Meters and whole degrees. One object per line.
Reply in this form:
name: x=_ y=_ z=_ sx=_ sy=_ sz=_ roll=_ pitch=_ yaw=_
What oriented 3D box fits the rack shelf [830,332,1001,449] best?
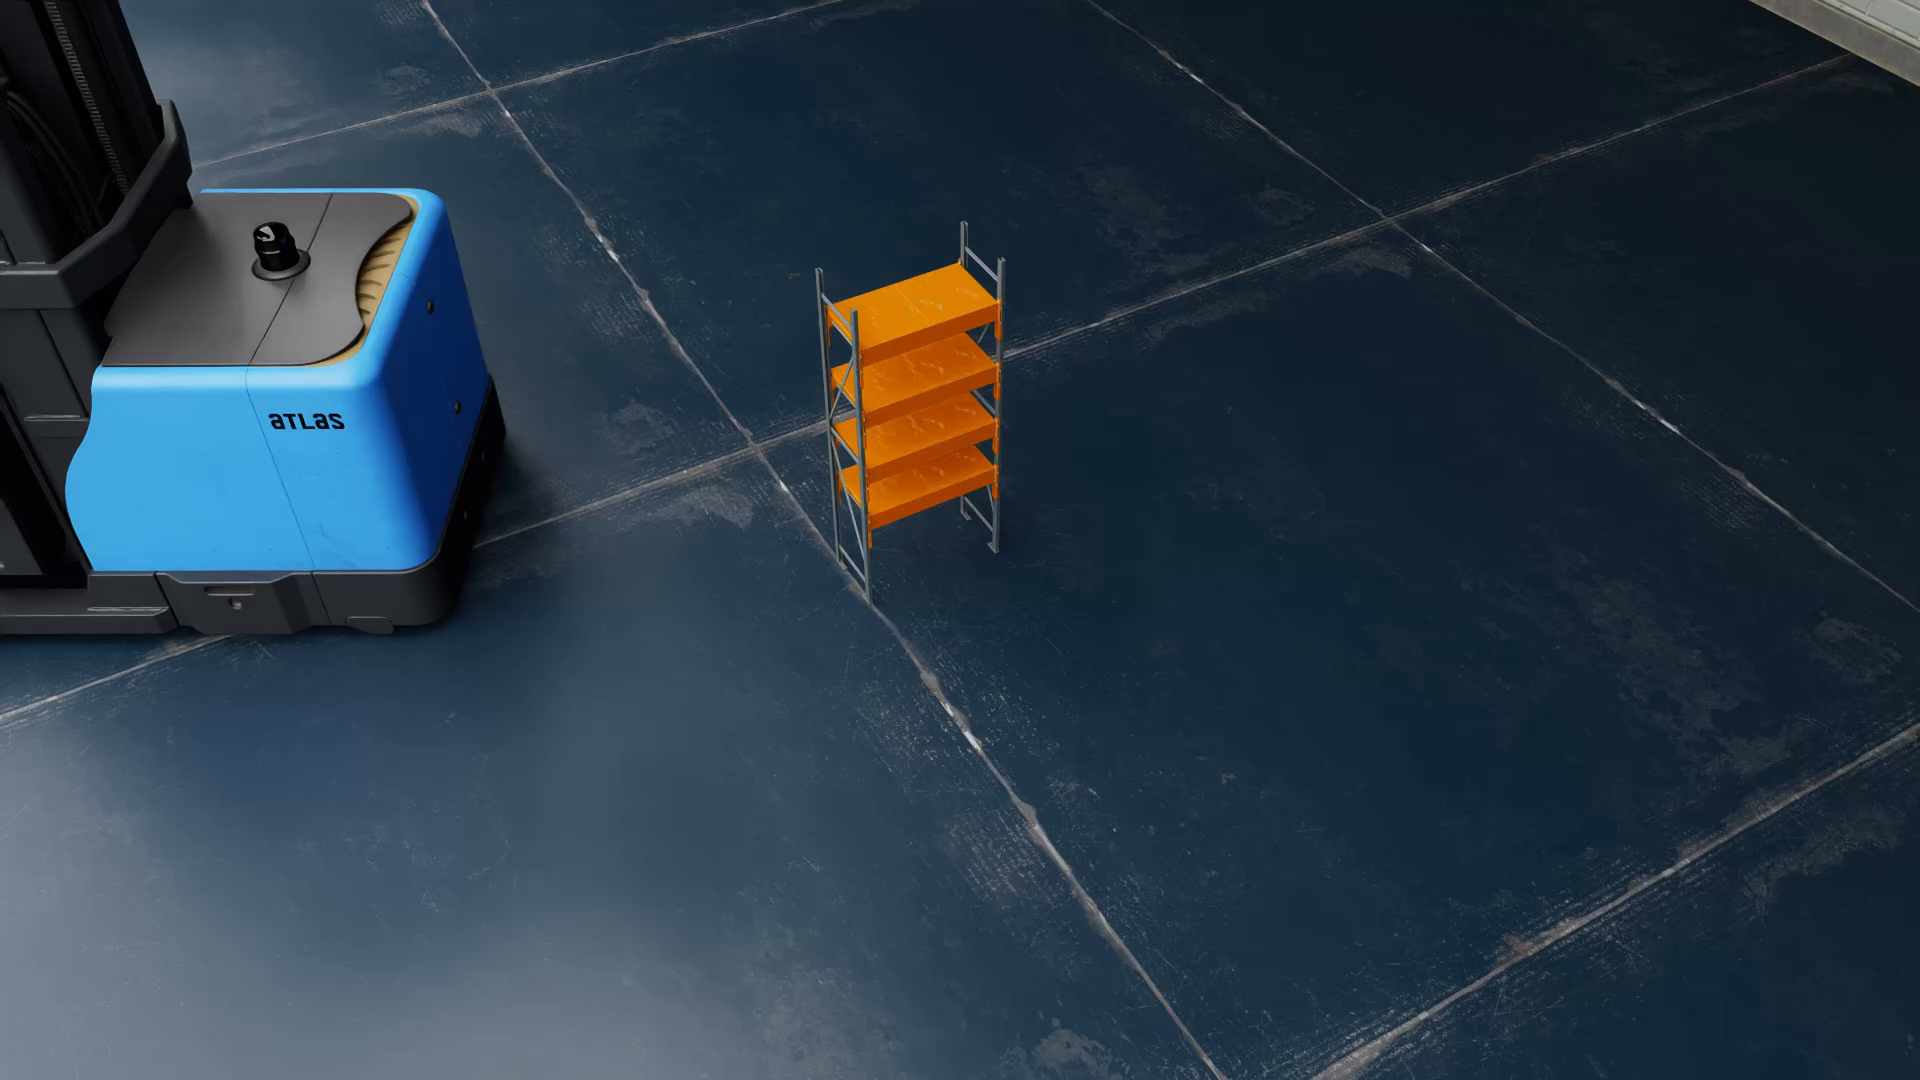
rack shelf: x=-0.144 y=-0.485 z=5.164 sx=0.480 sy=0.148 sz=0.258 roll=-22 pitch=48 yaw=-21

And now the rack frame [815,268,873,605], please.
rack frame: x=-0.355 y=-0.288 z=5.186 sx=0.015 sy=1.200 sz=0.240 roll=-22 pitch=48 yaw=-21

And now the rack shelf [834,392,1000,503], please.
rack shelf: x=-0.144 y=-0.325 z=5.320 sx=0.480 sy=0.148 sz=0.258 roll=-22 pitch=48 yaw=-21

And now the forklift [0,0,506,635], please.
forklift: x=-3.163 y=-1.086 z=4.764 sx=3.031 sy=2.935 sz=1.130 roll=0 pitch=44 yaw=0

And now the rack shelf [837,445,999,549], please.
rack shelf: x=-0.144 y=-0.182 z=5.458 sx=0.480 sy=0.148 sz=0.258 roll=-22 pitch=48 yaw=-21

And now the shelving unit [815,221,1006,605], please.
shelving unit: x=-0.144 y=-0.373 z=5.273 sx=0.503 sy=1.200 sz=0.258 roll=-22 pitch=48 yaw=-21

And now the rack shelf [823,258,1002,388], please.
rack shelf: x=-0.144 y=-0.655 z=4.999 sx=0.480 sy=0.148 sz=0.258 roll=-22 pitch=48 yaw=-21

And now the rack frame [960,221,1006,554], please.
rack frame: x=0.068 y=-0.458 z=5.360 sx=0.015 sy=1.200 sz=0.240 roll=-22 pitch=48 yaw=-21
